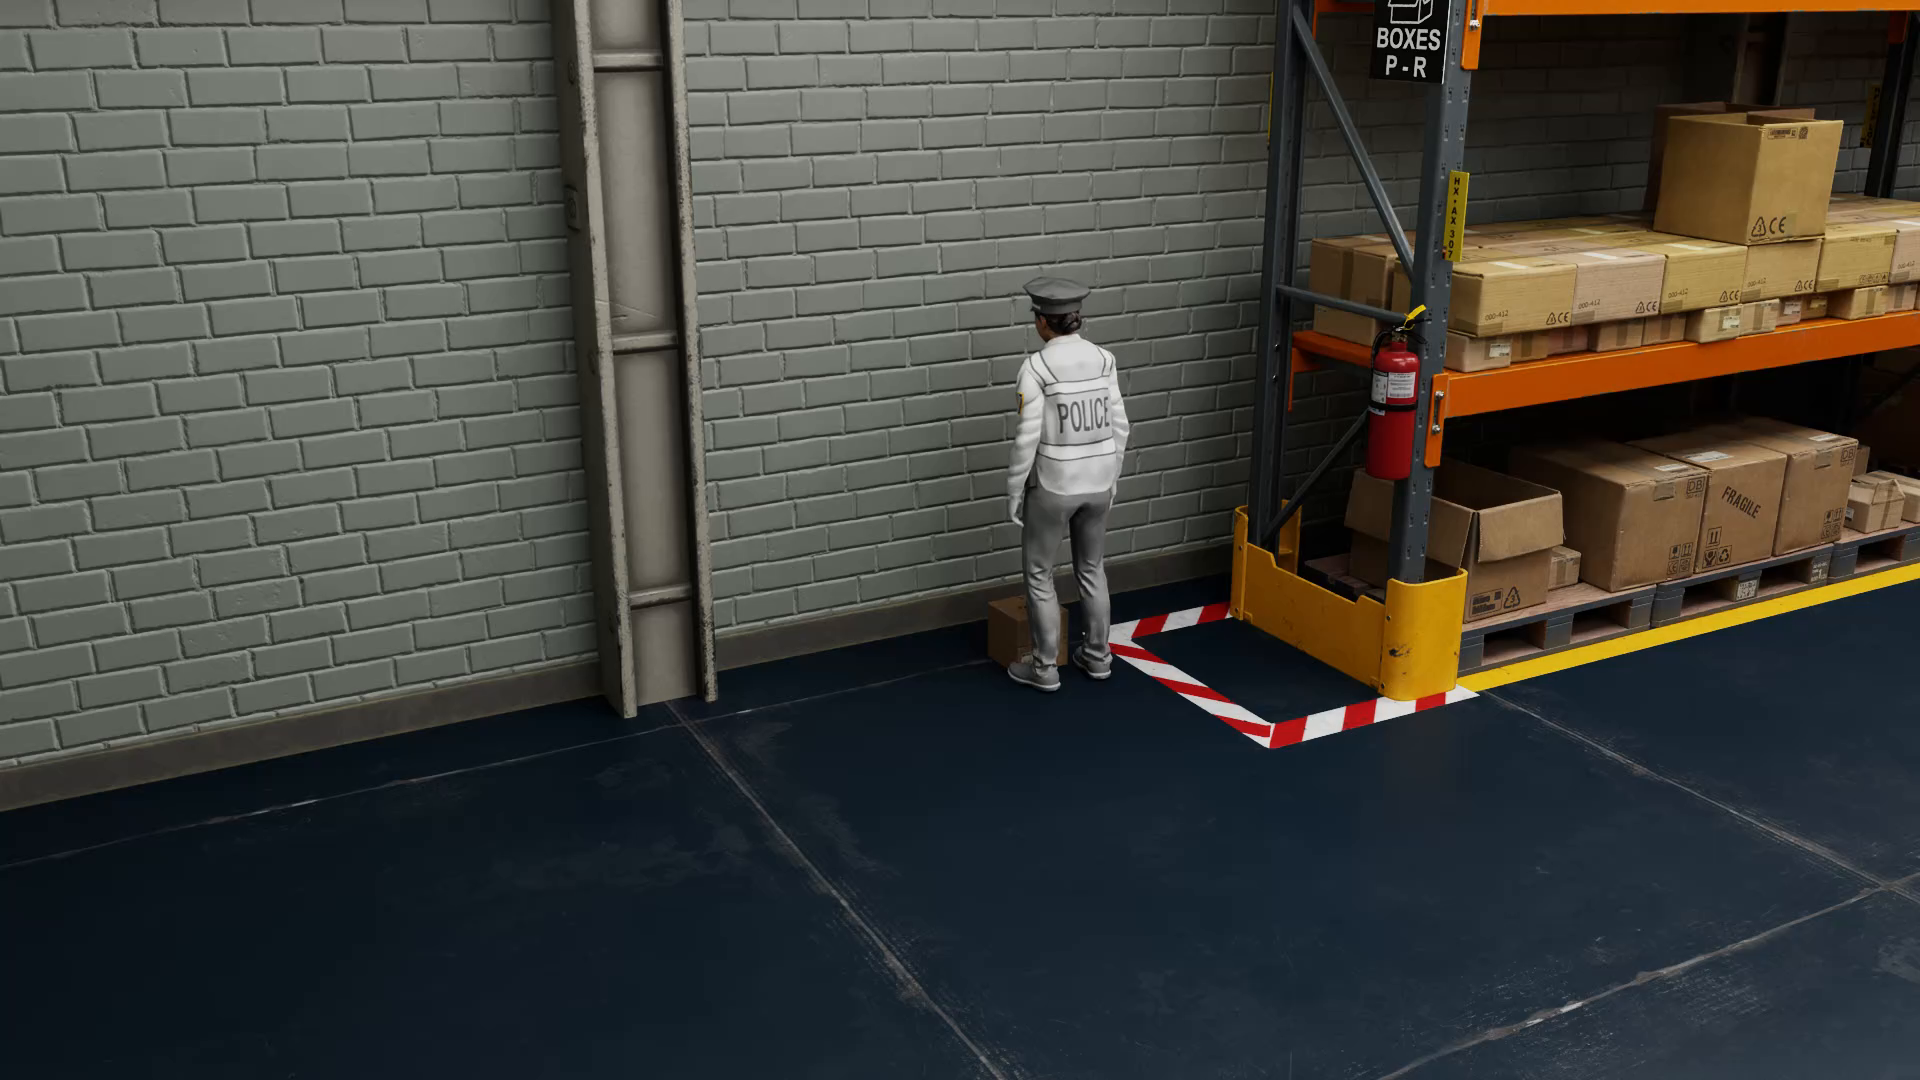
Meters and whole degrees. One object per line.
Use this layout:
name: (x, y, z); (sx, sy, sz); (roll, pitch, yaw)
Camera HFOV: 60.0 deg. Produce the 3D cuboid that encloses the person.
person: (0.420, -0.206, 6.668); (0.526, 1.663, 0.376); (-10, 21, -27)
